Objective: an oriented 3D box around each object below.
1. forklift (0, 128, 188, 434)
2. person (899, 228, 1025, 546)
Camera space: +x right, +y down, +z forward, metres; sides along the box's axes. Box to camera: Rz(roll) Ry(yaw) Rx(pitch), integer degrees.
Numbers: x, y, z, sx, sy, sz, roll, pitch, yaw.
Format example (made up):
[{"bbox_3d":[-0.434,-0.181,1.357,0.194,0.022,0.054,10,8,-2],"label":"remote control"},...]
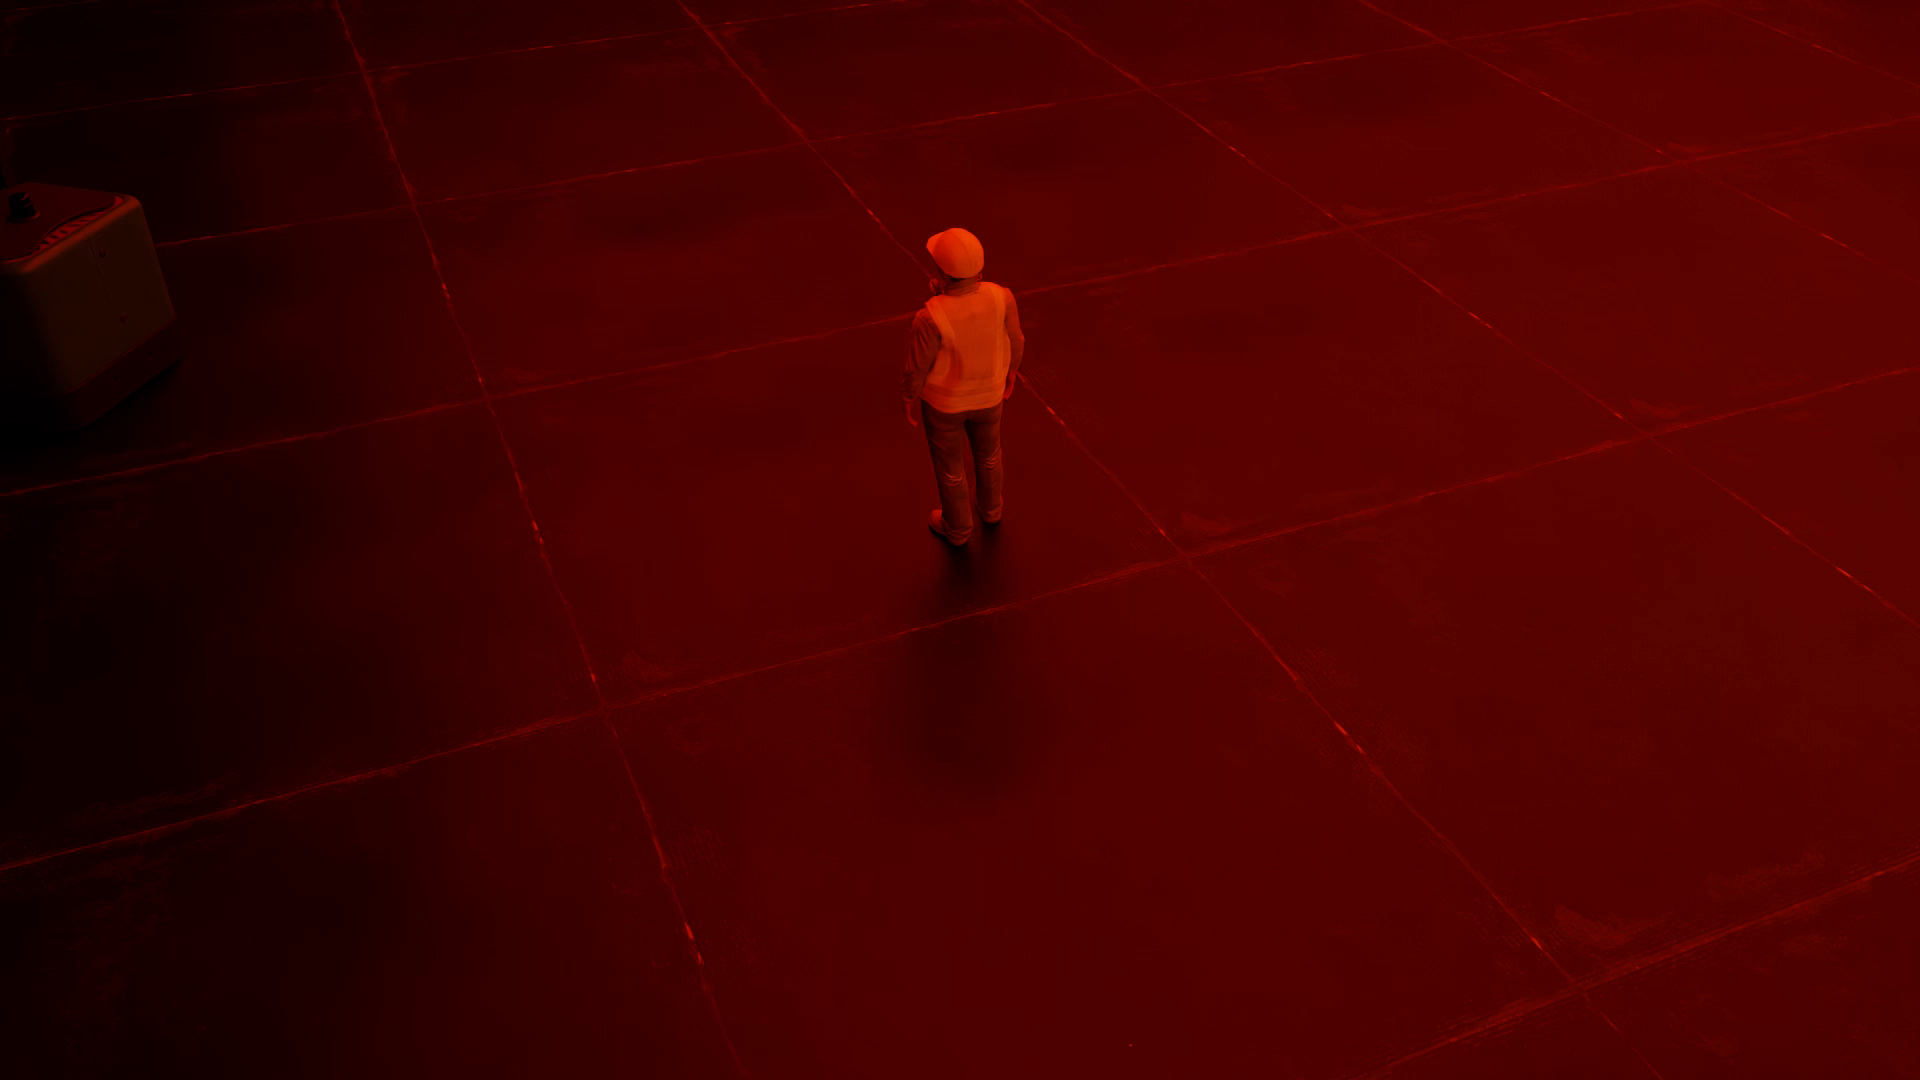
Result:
[{"bbox_3d":[-6.273,-2.266,9.285,3.031,2.935,1.130,9,36,13],"label":"forklift"},{"bbox_3d":[-0.016,-0.764,8.158,0.632,1.773,0.568,-14,38,-19],"label":"person"}]
